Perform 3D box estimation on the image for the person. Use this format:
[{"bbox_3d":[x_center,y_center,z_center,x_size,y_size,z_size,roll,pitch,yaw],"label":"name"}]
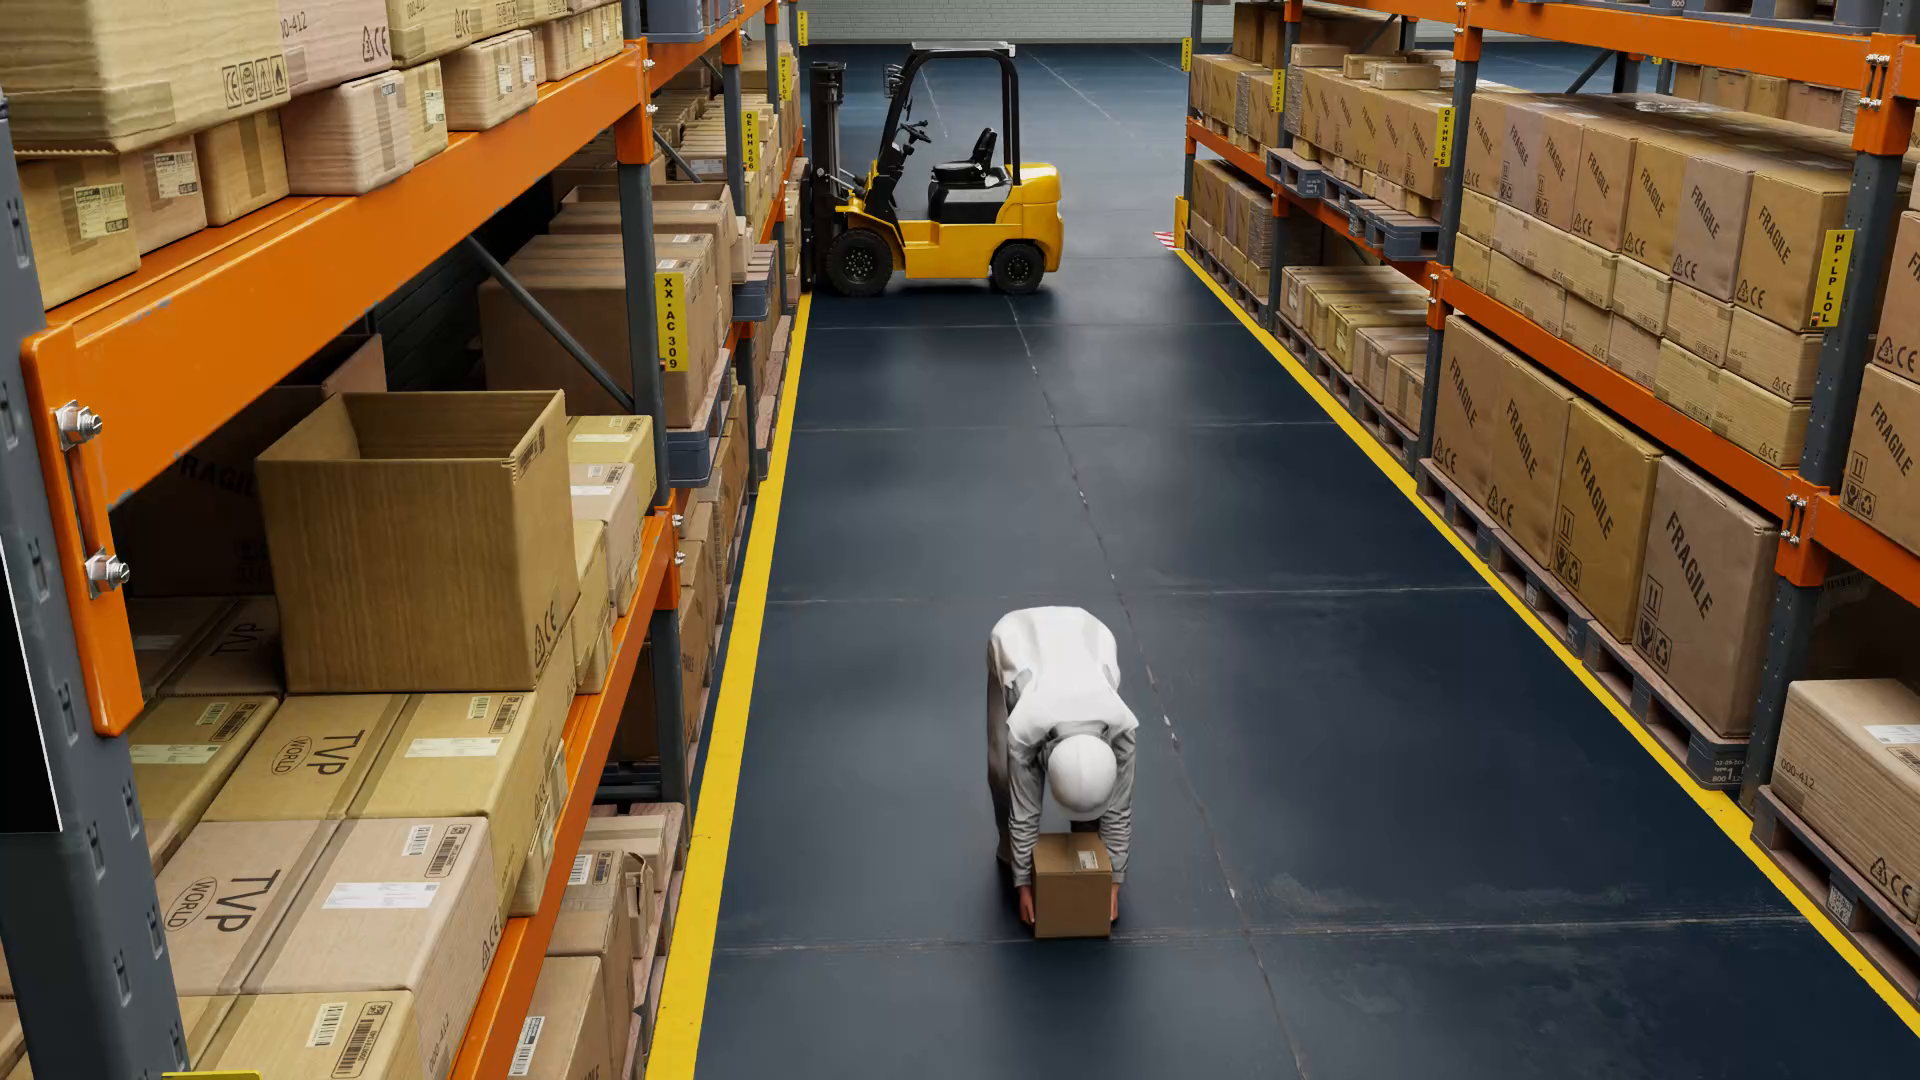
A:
[{"bbox_3d":[0.357,0.756,5.722,0.519,0.923,0.999,-2,20,-5],"label":"person"}]
